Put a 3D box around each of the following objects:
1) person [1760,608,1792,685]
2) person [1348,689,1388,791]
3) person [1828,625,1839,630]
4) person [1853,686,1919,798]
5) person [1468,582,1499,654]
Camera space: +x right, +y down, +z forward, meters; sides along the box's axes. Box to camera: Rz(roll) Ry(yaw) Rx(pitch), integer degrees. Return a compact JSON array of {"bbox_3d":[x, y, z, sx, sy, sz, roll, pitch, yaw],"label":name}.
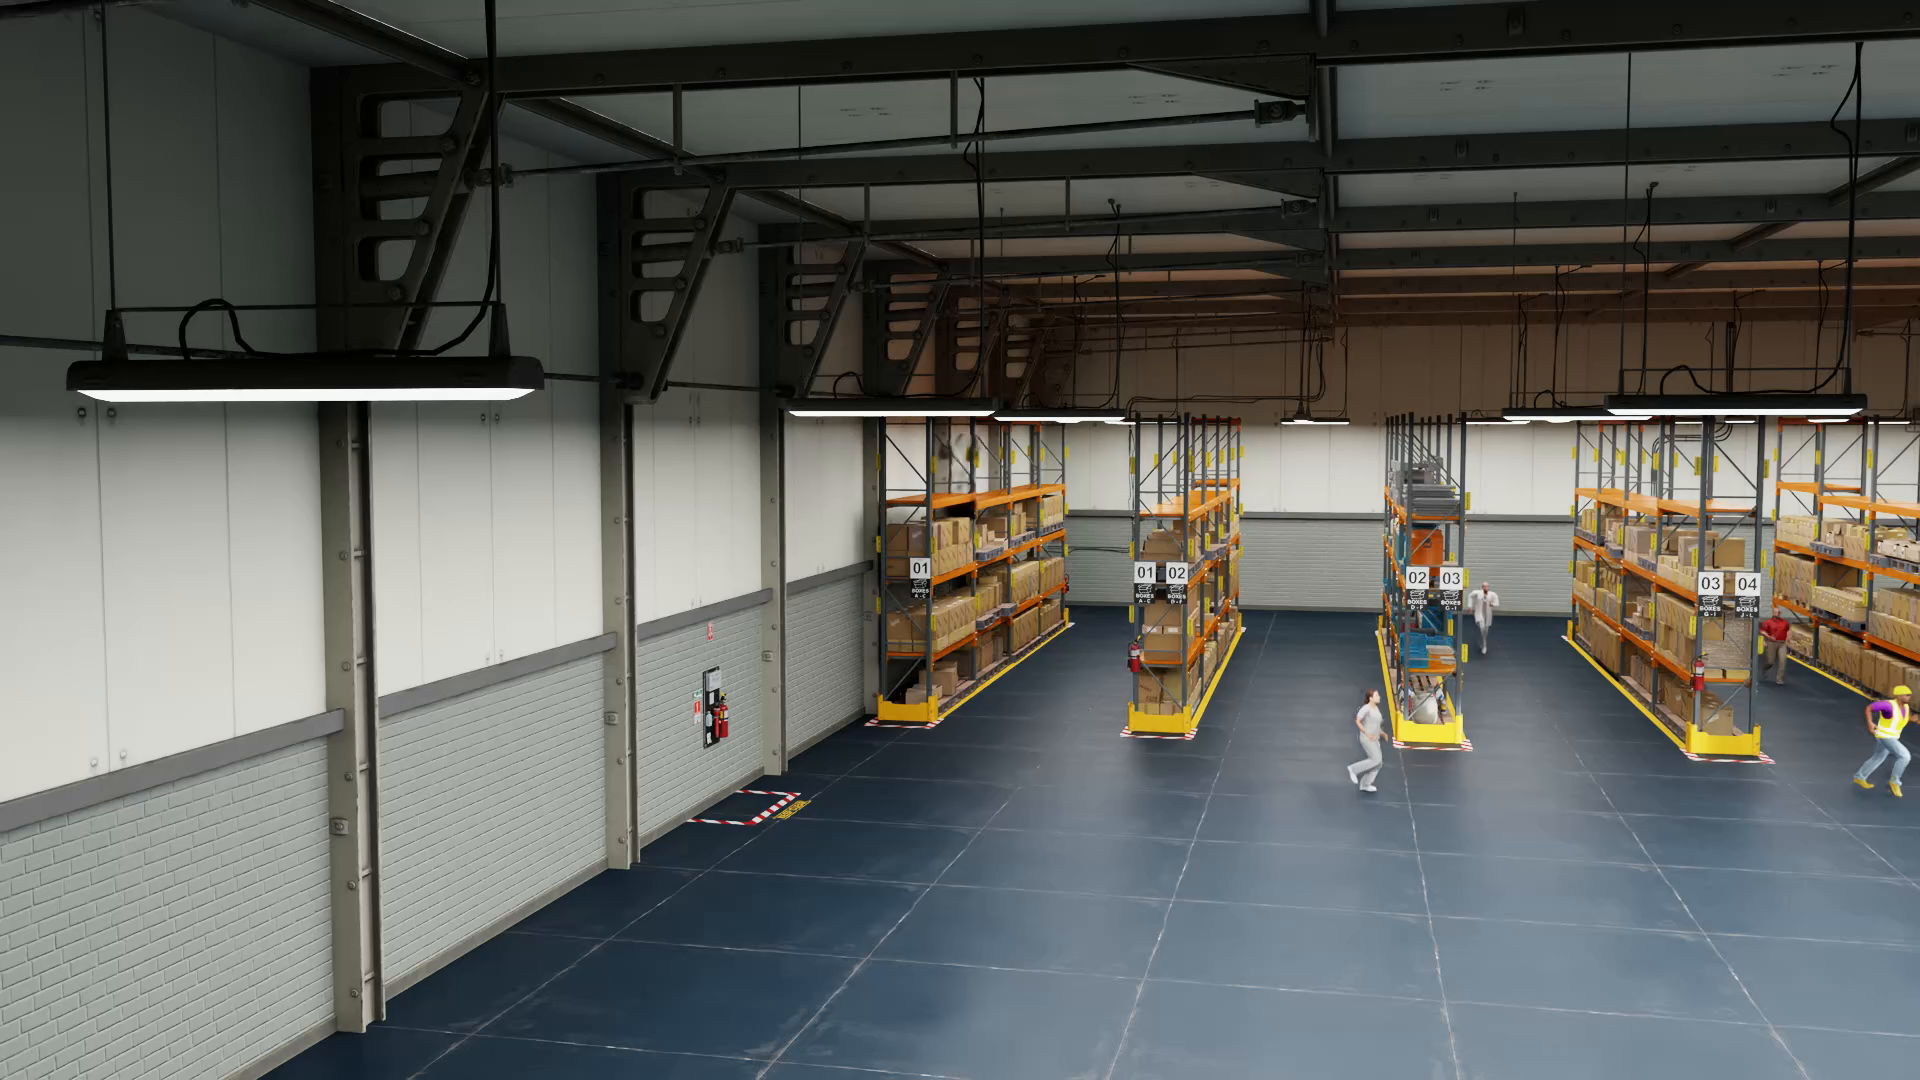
[{"bbox_3d":[18.272,2.361,37.218,0.674,1.682,0.765,0,4,7],"label":"person"},{"bbox_3d":[6.469,3.146,26.310,0.548,1.607,0.583,3,5,41],"label":"person"},{"bbox_3d":[23.131,1.986,43.775,0.586,1.546,0.550,-1,4,-19],"label":"person"},{"bbox_3d":[14.436,3.110,25.915,0.687,1.748,0.938,-3,5,-41],"label":"person"},{"bbox_3d":[13.379,1.972,42.526,0.739,1.831,0.940,1,4,9],"label":"person"}]
